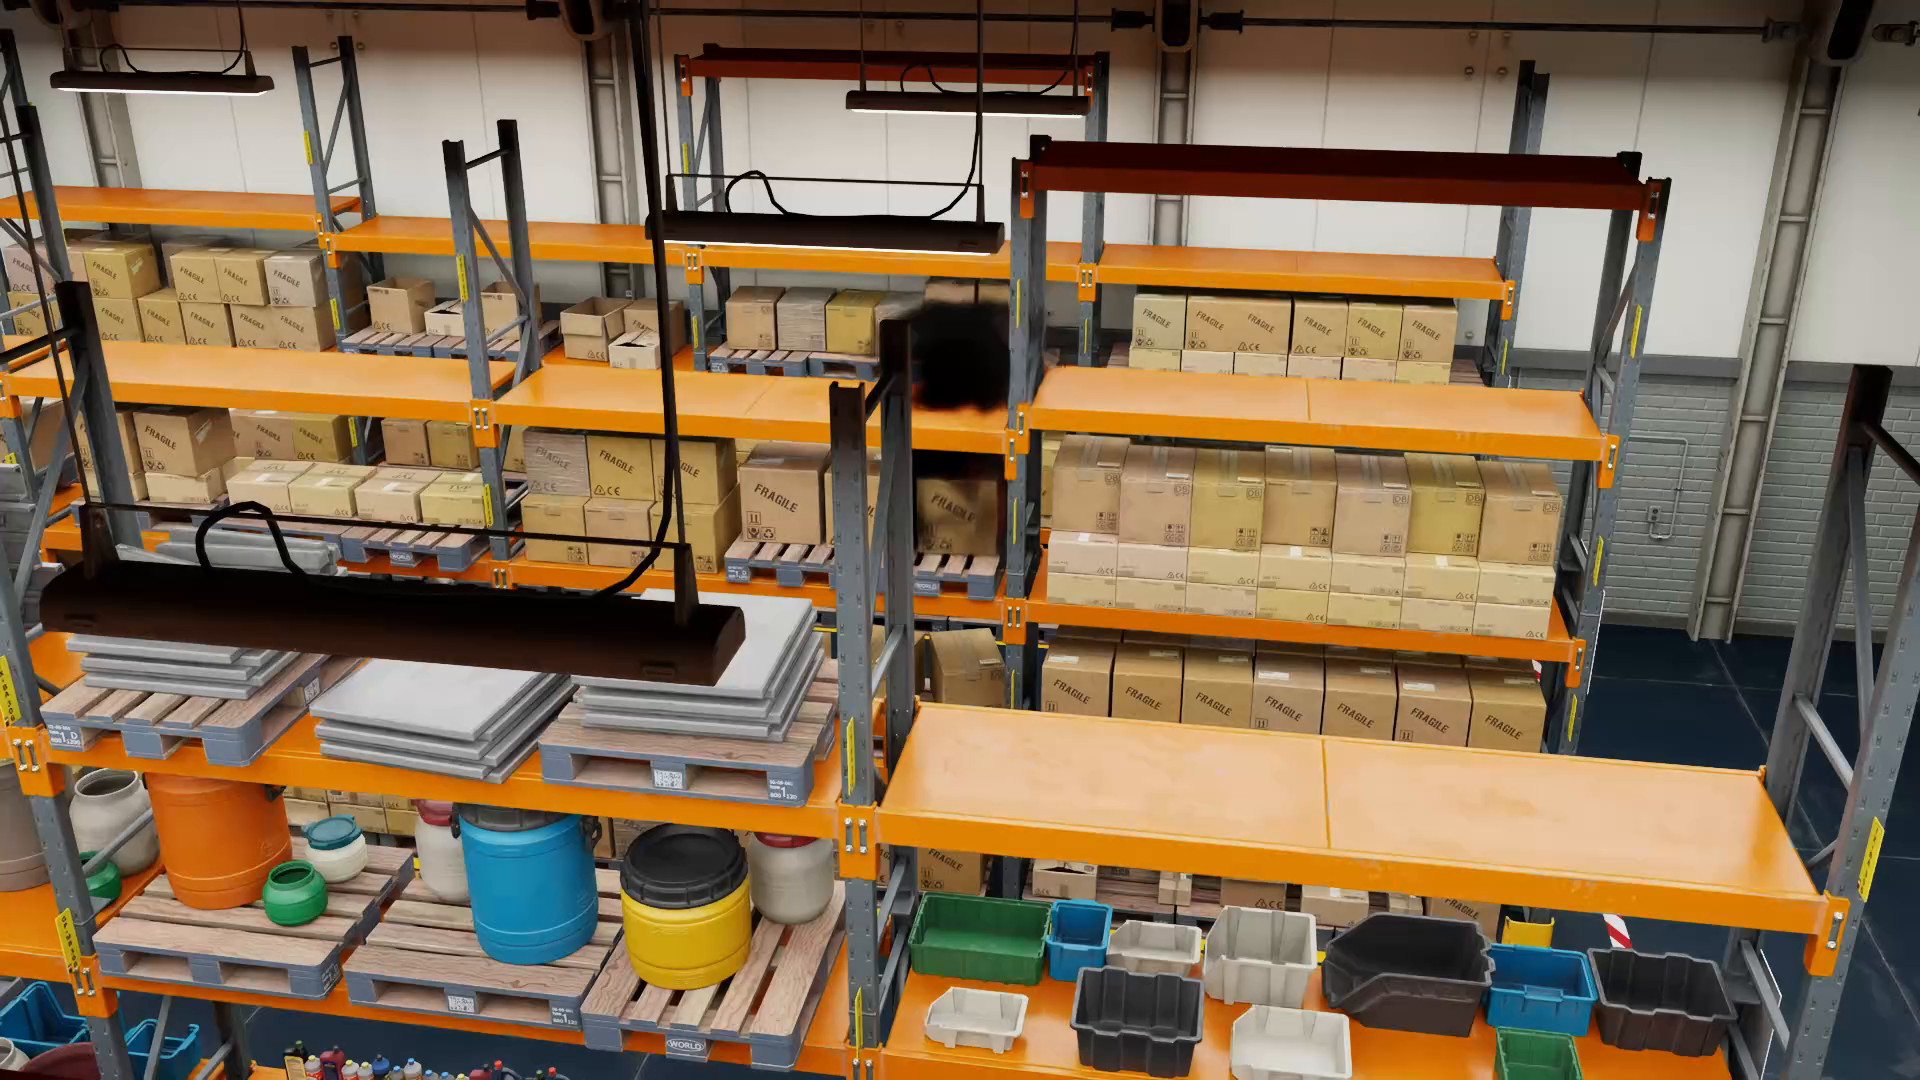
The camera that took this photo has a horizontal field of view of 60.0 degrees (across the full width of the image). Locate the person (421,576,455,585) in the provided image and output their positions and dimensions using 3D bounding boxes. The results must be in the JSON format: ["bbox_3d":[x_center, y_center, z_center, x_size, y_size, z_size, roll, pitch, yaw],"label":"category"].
[{"bbox_3d":[-5.111,0.670,16.719,0.533,1.636,0.573,-2,23,-5],"label":"person"}]
